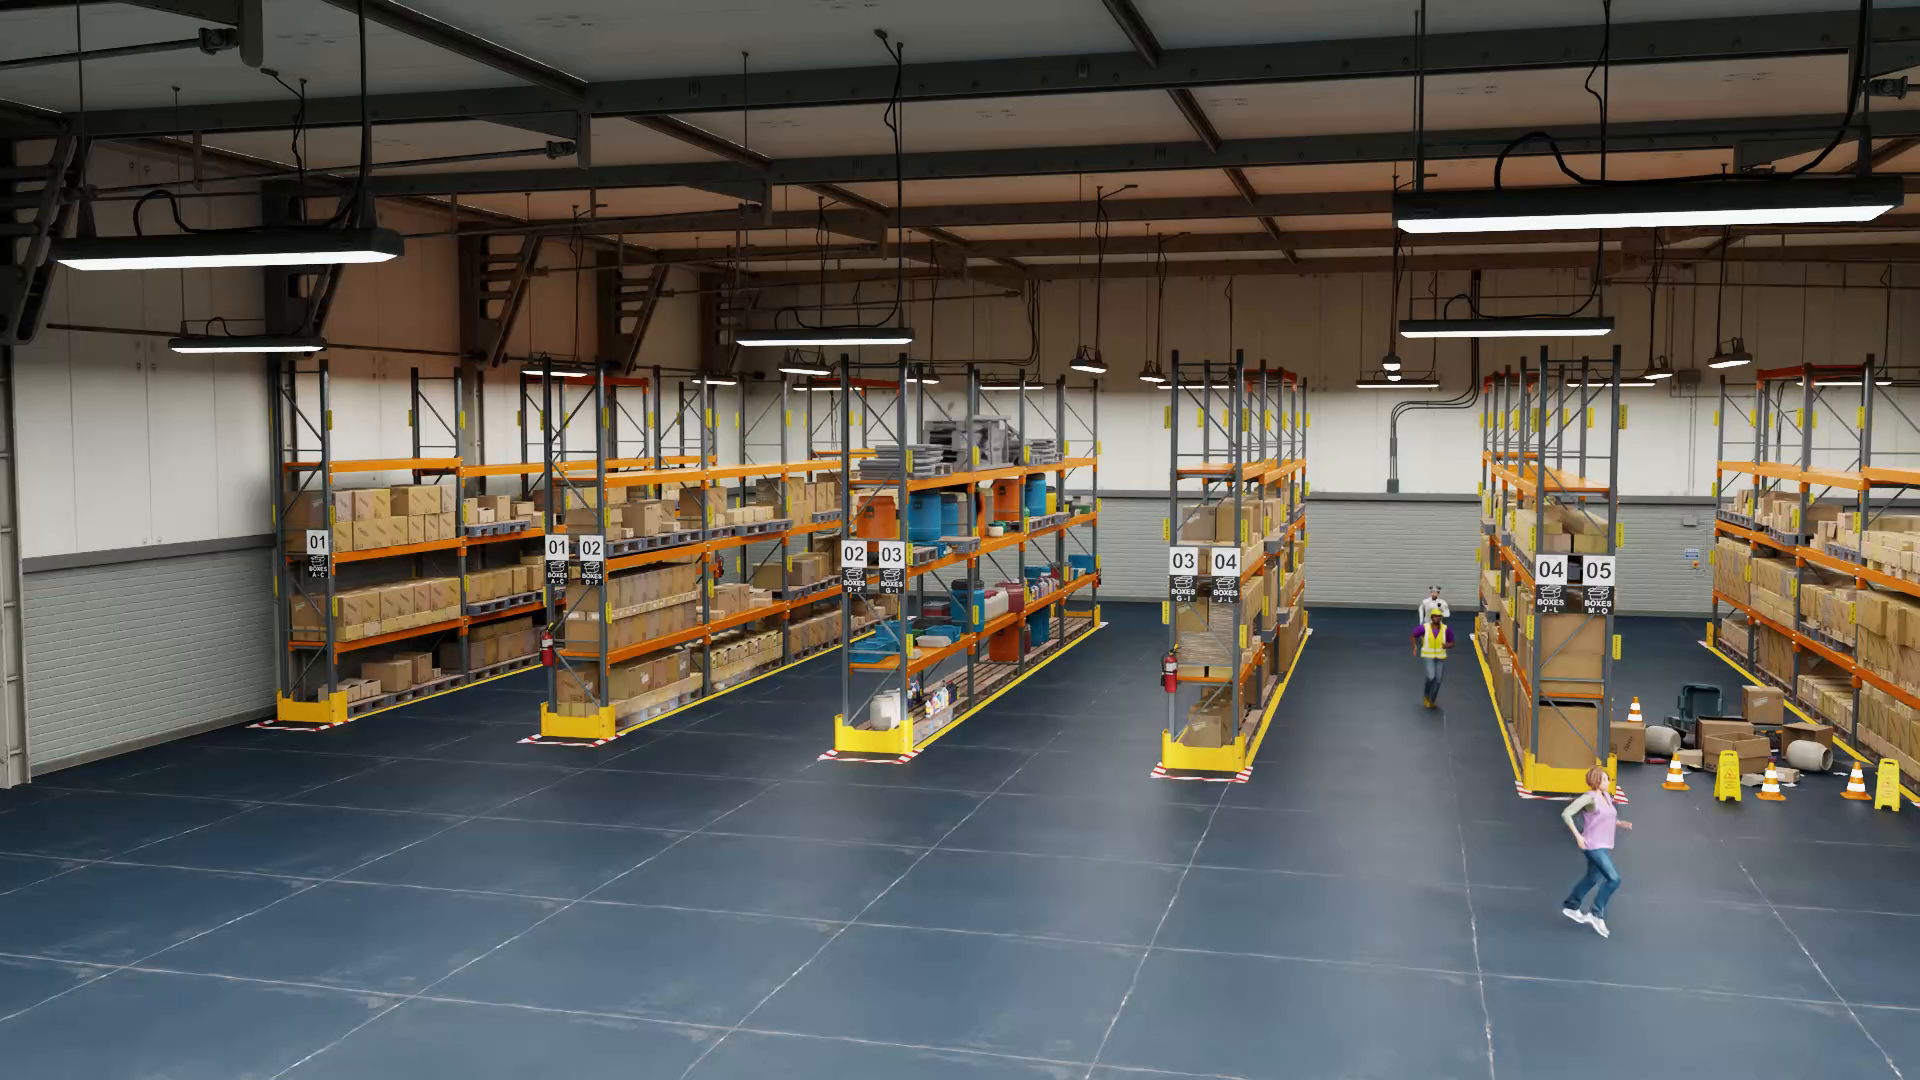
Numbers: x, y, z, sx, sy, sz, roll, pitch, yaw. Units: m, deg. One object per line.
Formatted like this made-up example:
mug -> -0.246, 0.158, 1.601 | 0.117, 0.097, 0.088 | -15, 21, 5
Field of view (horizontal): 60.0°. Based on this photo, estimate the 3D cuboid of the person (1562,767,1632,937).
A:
person -> 6.225, 3.034, 16.262 | 0.691, 1.625, 0.505 | 4, 6, 43

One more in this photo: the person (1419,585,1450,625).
person -> 9.486, 1.742, 33.263 | 0.600, 1.693, 0.927 | 1, 4, 17

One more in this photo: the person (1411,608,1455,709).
person -> 8.205, 2.050, 28.773 | 0.692, 1.741, 0.660 | 0, 4, 2
